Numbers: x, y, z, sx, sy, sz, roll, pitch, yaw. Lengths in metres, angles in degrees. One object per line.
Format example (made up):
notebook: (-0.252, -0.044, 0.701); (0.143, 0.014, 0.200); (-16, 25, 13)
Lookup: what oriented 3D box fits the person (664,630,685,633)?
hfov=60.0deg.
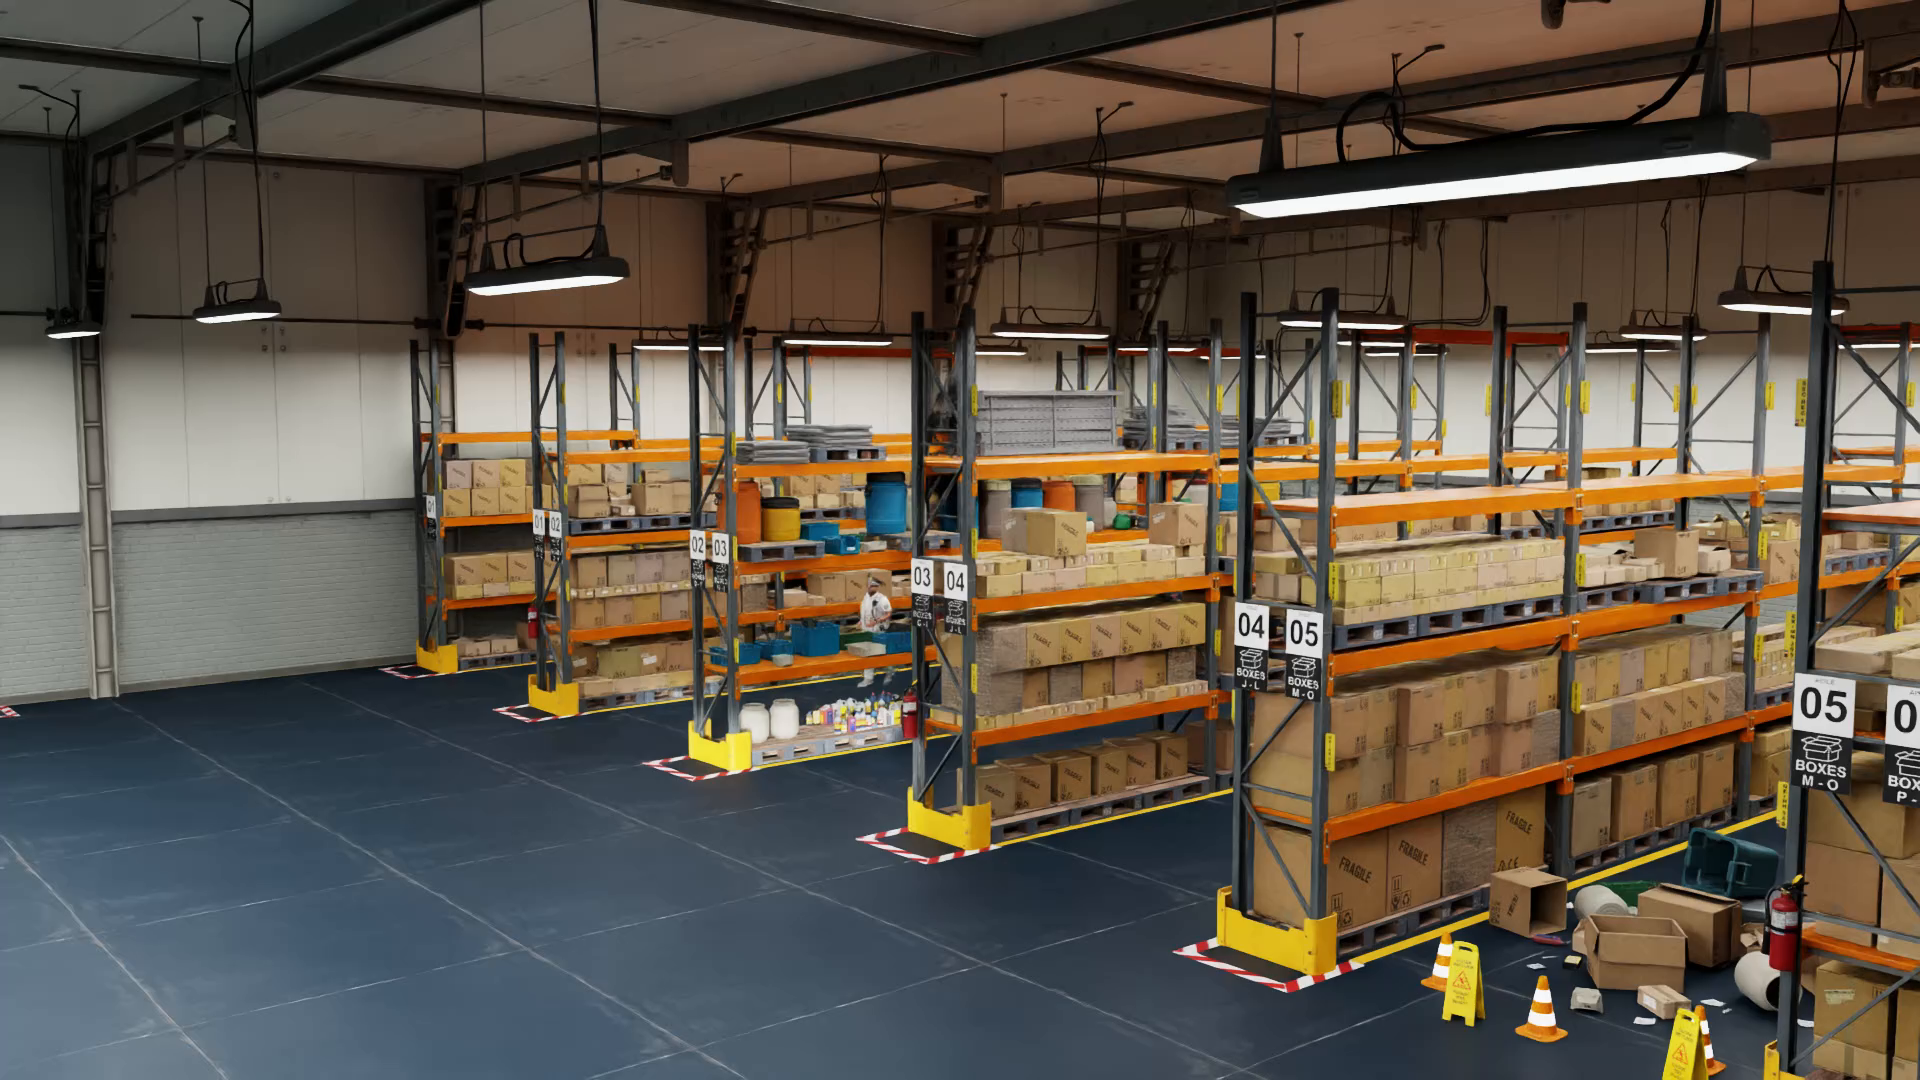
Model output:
person: (-5.088, 1.637, 29.658); (0.594, 1.598, 0.585); (5, 7, 41)

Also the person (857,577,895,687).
person: (-1.414, 1.495, 27.200); (0.671, 1.815, 0.703); (5, 7, 41)
